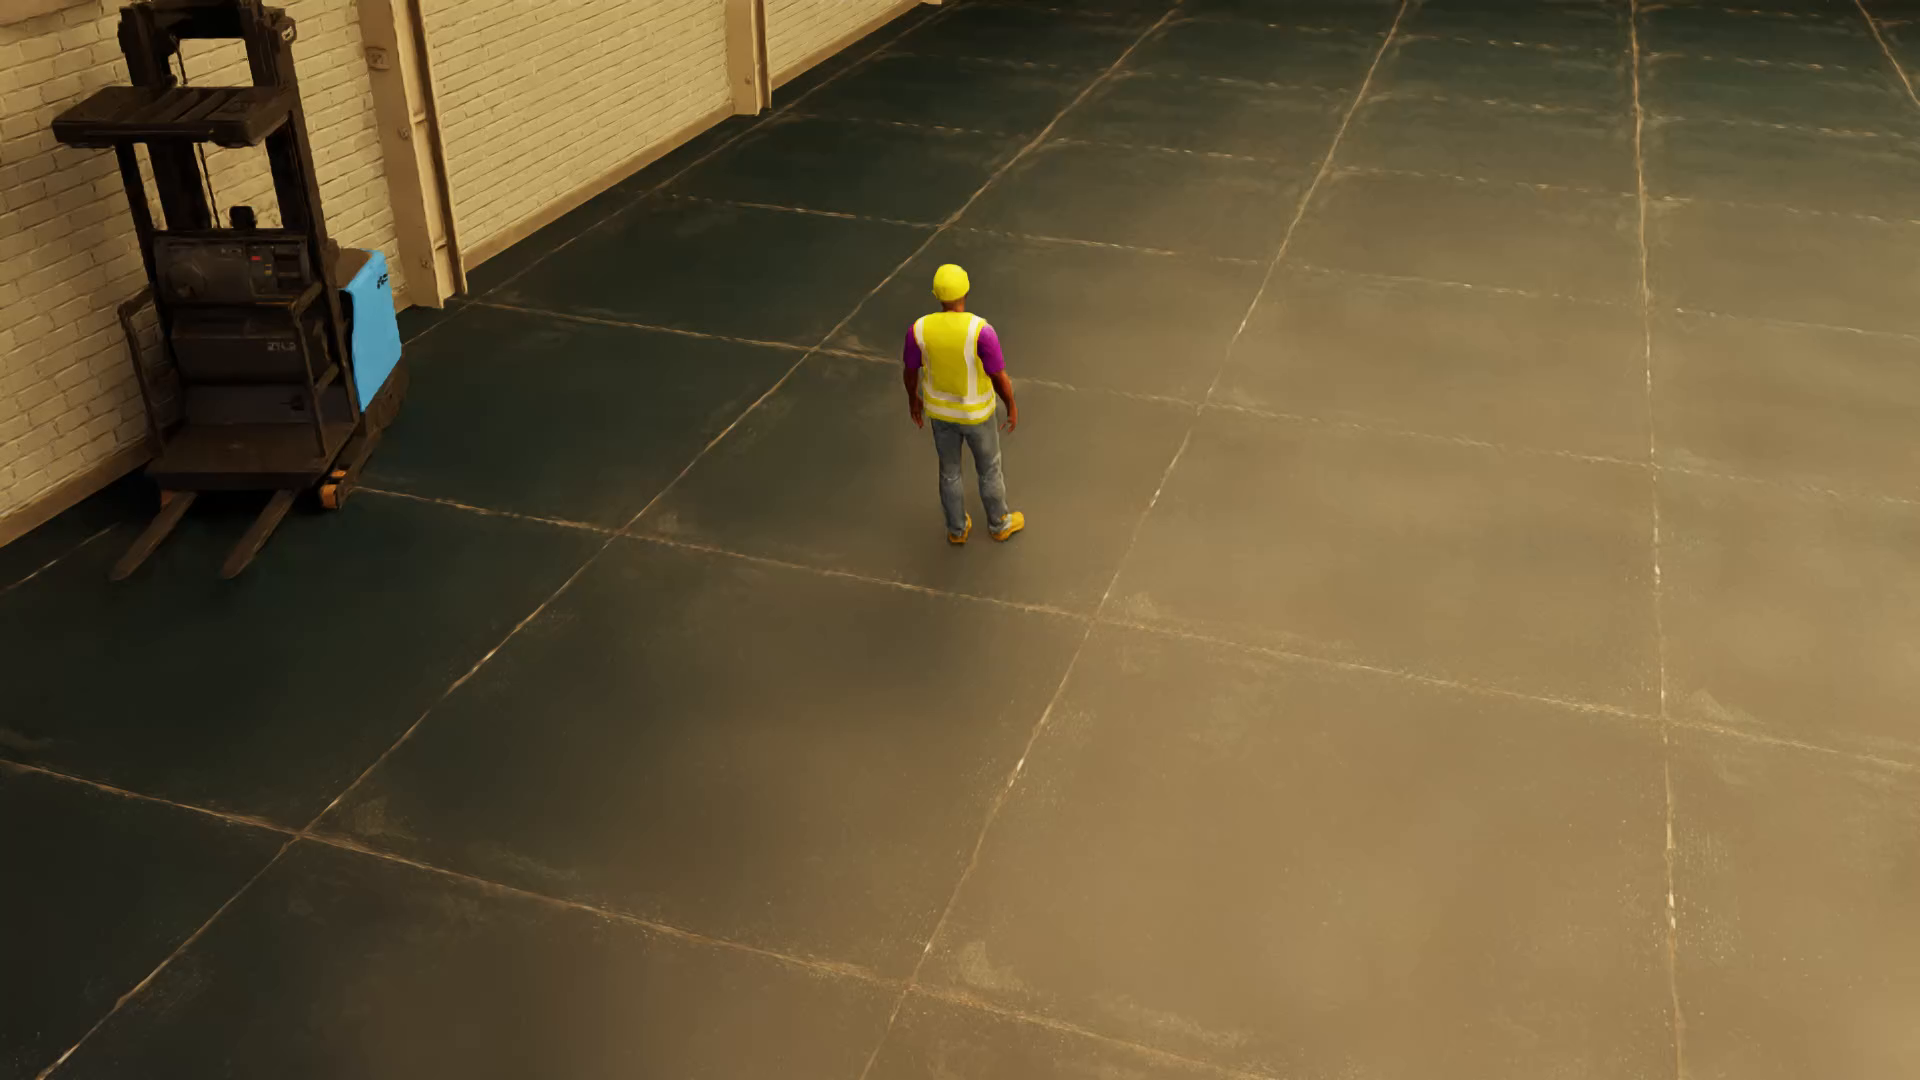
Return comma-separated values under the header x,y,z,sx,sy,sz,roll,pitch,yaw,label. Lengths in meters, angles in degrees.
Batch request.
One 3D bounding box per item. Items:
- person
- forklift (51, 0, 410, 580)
x,y,z,sx,sy,sz,roll,pitch,yaw,label
0.028,-0.805,9.711,0.665,1.766,0.576,10,31,16,person
-4.431,-1.612,9.965,1.130,2.935,3.031,-1,30,-1,forklift
